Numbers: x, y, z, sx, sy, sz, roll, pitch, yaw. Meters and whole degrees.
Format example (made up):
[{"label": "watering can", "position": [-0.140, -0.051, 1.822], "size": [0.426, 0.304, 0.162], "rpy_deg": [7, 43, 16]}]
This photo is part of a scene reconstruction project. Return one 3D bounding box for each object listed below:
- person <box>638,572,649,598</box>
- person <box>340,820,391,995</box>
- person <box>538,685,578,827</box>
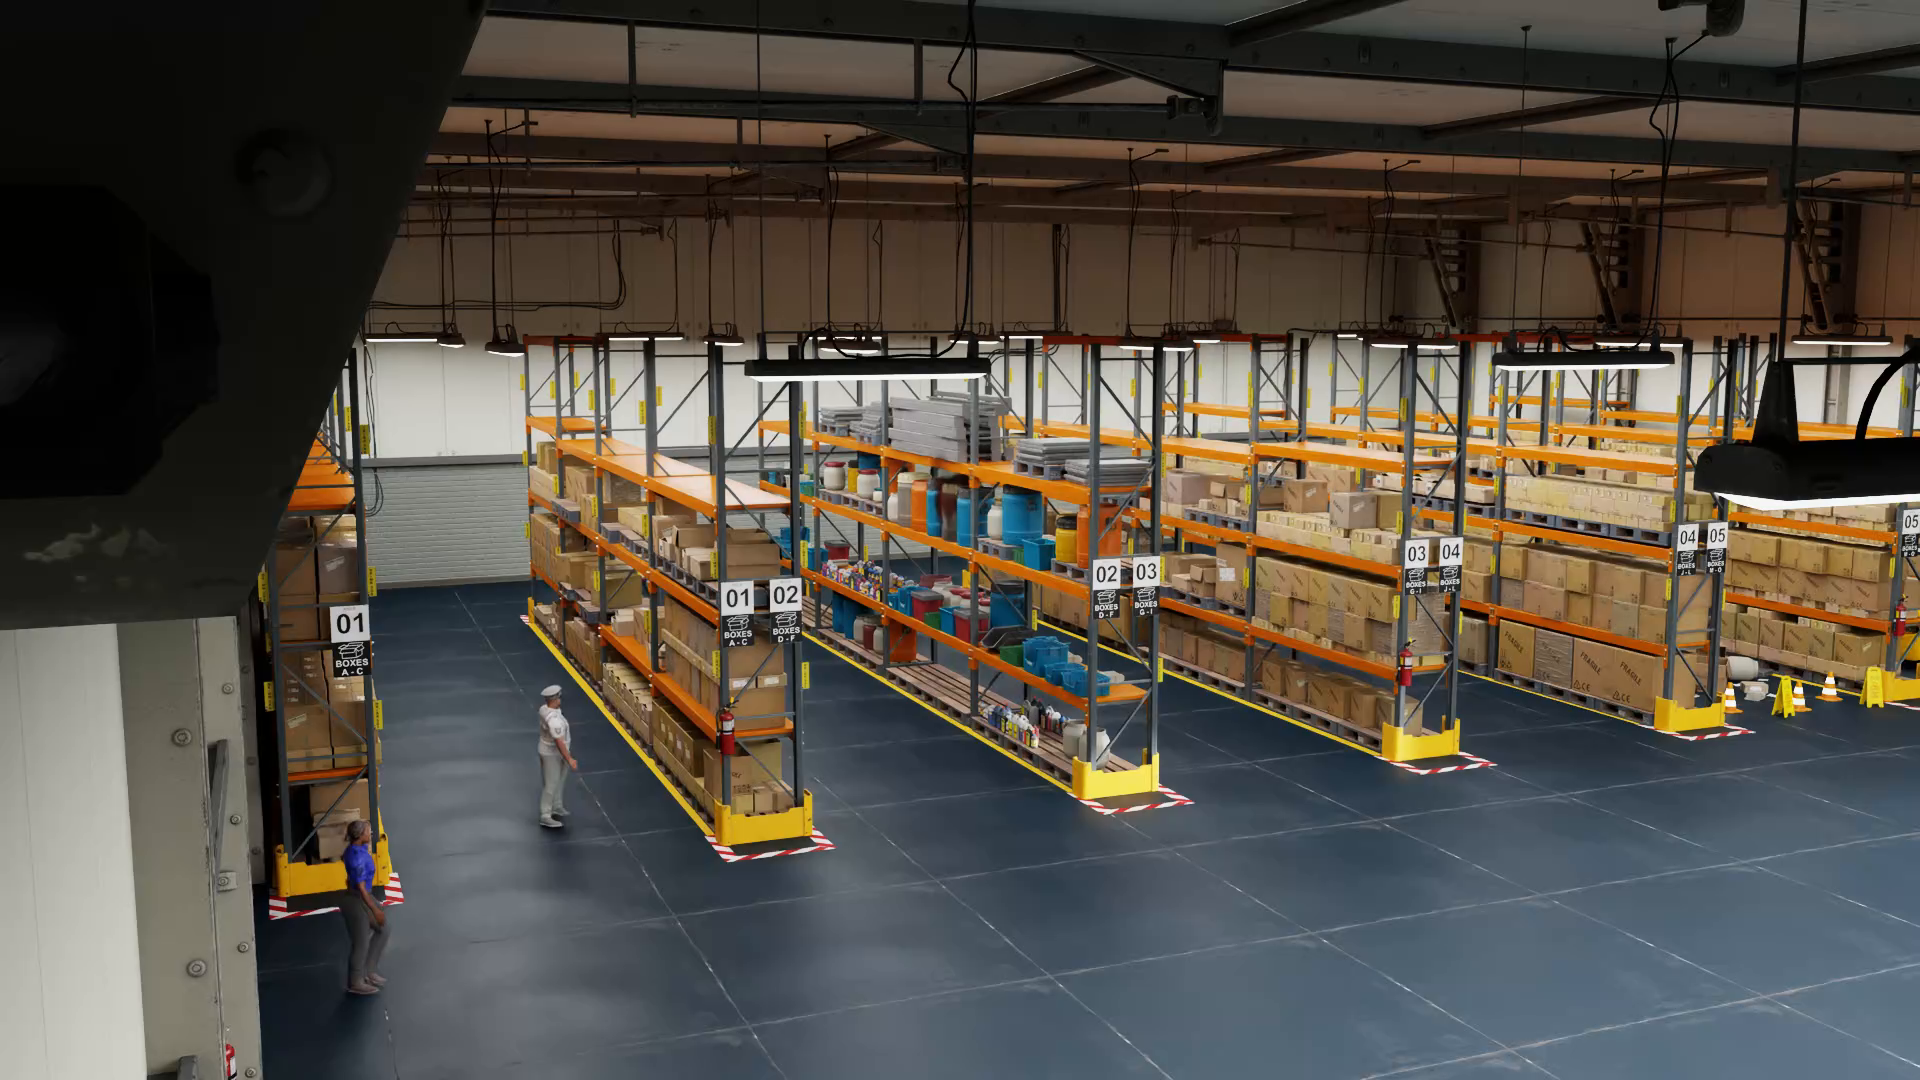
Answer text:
[{"label": "person", "position": [-6.641, 0.811, 35.031], "size": [0.606, 1.704, 1.033], "rpy_deg": [-4, 9, -29]}, {"label": "person", "position": [-5.600, 3.467, 15.675], "size": [0.442, 1.666, 0.479], "rpy_deg": [-1, 8, -6]}, {"label": "person", "position": [-5.091, 2.712, 20.970], "size": [0.516, 1.818, 0.697], "rpy_deg": [-2, 8, -15]}]
